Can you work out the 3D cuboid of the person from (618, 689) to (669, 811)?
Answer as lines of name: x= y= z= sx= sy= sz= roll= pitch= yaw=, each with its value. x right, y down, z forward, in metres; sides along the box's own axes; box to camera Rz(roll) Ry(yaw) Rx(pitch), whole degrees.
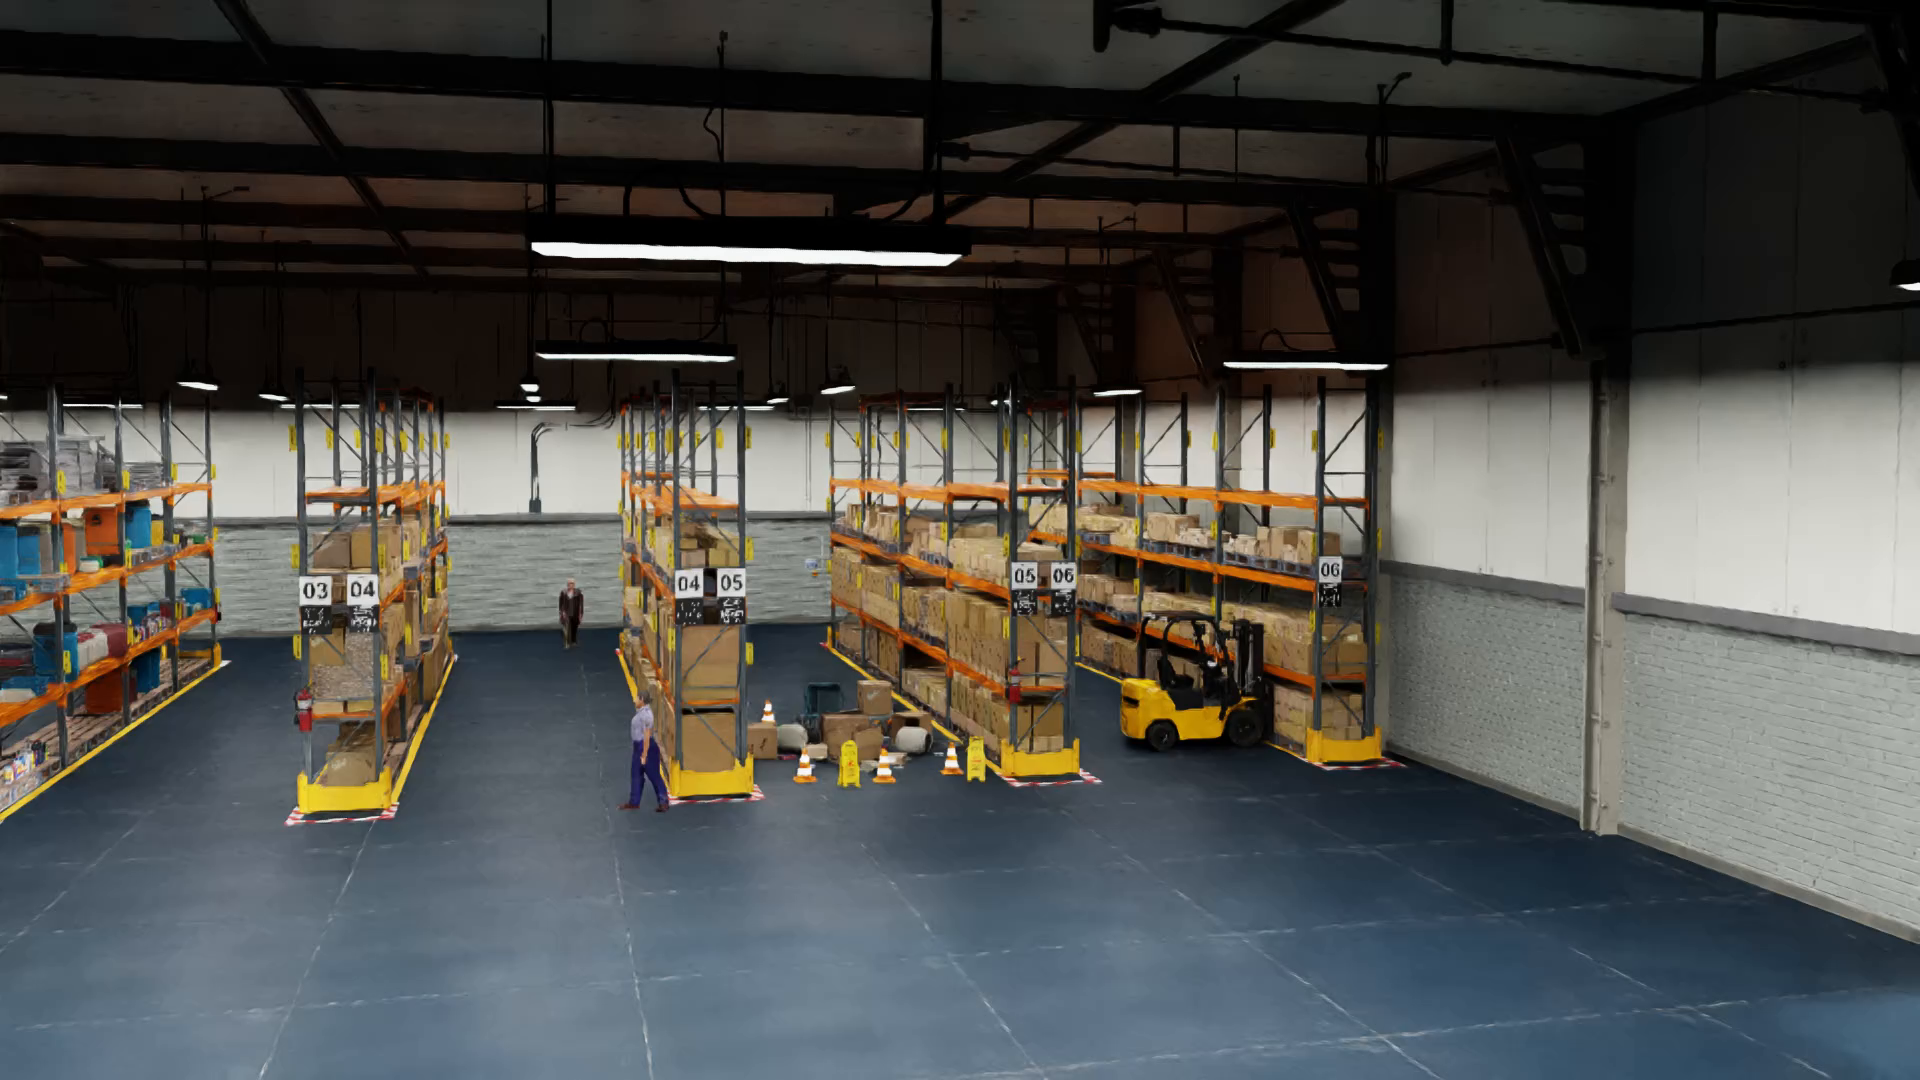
person: x=-4.299 y=2.843 z=22.541 sx=0.641 sy=1.615 sz=0.705 roll=-1 pitch=4 yaw=-22

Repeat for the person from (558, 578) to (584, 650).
person: x=-9.315 y=1.757 z=39.858 sx=0.588 sy=1.700 sz=1.174 roll=-1 pitch=4 yaw=-16
